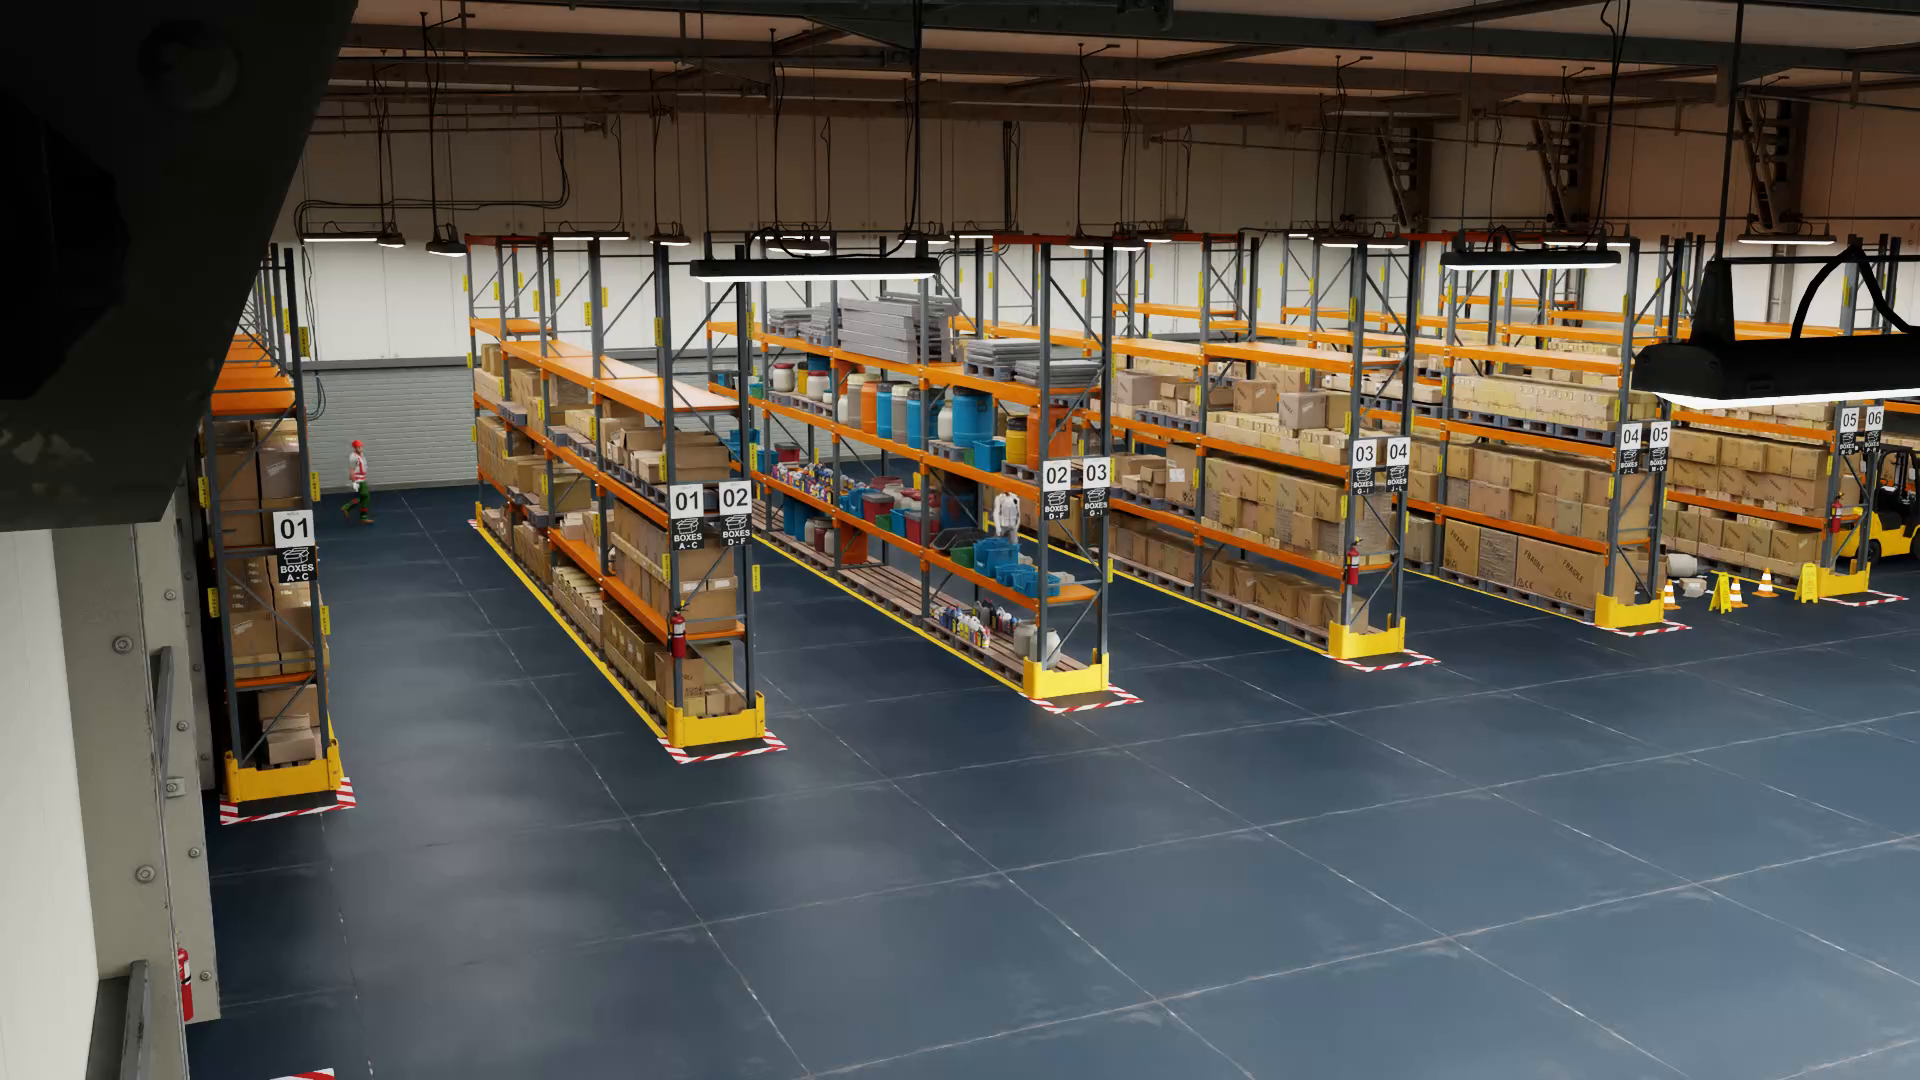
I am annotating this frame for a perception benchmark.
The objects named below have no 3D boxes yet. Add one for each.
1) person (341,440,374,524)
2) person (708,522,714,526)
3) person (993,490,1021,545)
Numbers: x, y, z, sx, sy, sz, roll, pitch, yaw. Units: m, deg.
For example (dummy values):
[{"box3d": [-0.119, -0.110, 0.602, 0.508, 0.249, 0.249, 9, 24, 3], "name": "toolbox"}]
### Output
[{"box3d": [-12.610, -1.216, 34.671, 0.655, 1.758, 0.599, -4, 12, -21], "name": "person"}, {"box3d": [-4.442, -0.049, 29.070, 0.505, 1.688, 0.523, -2, 11, -12], "name": "person"}, {"box3d": [0.841, -0.235, 28.498, 0.584, 1.622, 0.966, -6, 13, -30], "name": "person"}]
